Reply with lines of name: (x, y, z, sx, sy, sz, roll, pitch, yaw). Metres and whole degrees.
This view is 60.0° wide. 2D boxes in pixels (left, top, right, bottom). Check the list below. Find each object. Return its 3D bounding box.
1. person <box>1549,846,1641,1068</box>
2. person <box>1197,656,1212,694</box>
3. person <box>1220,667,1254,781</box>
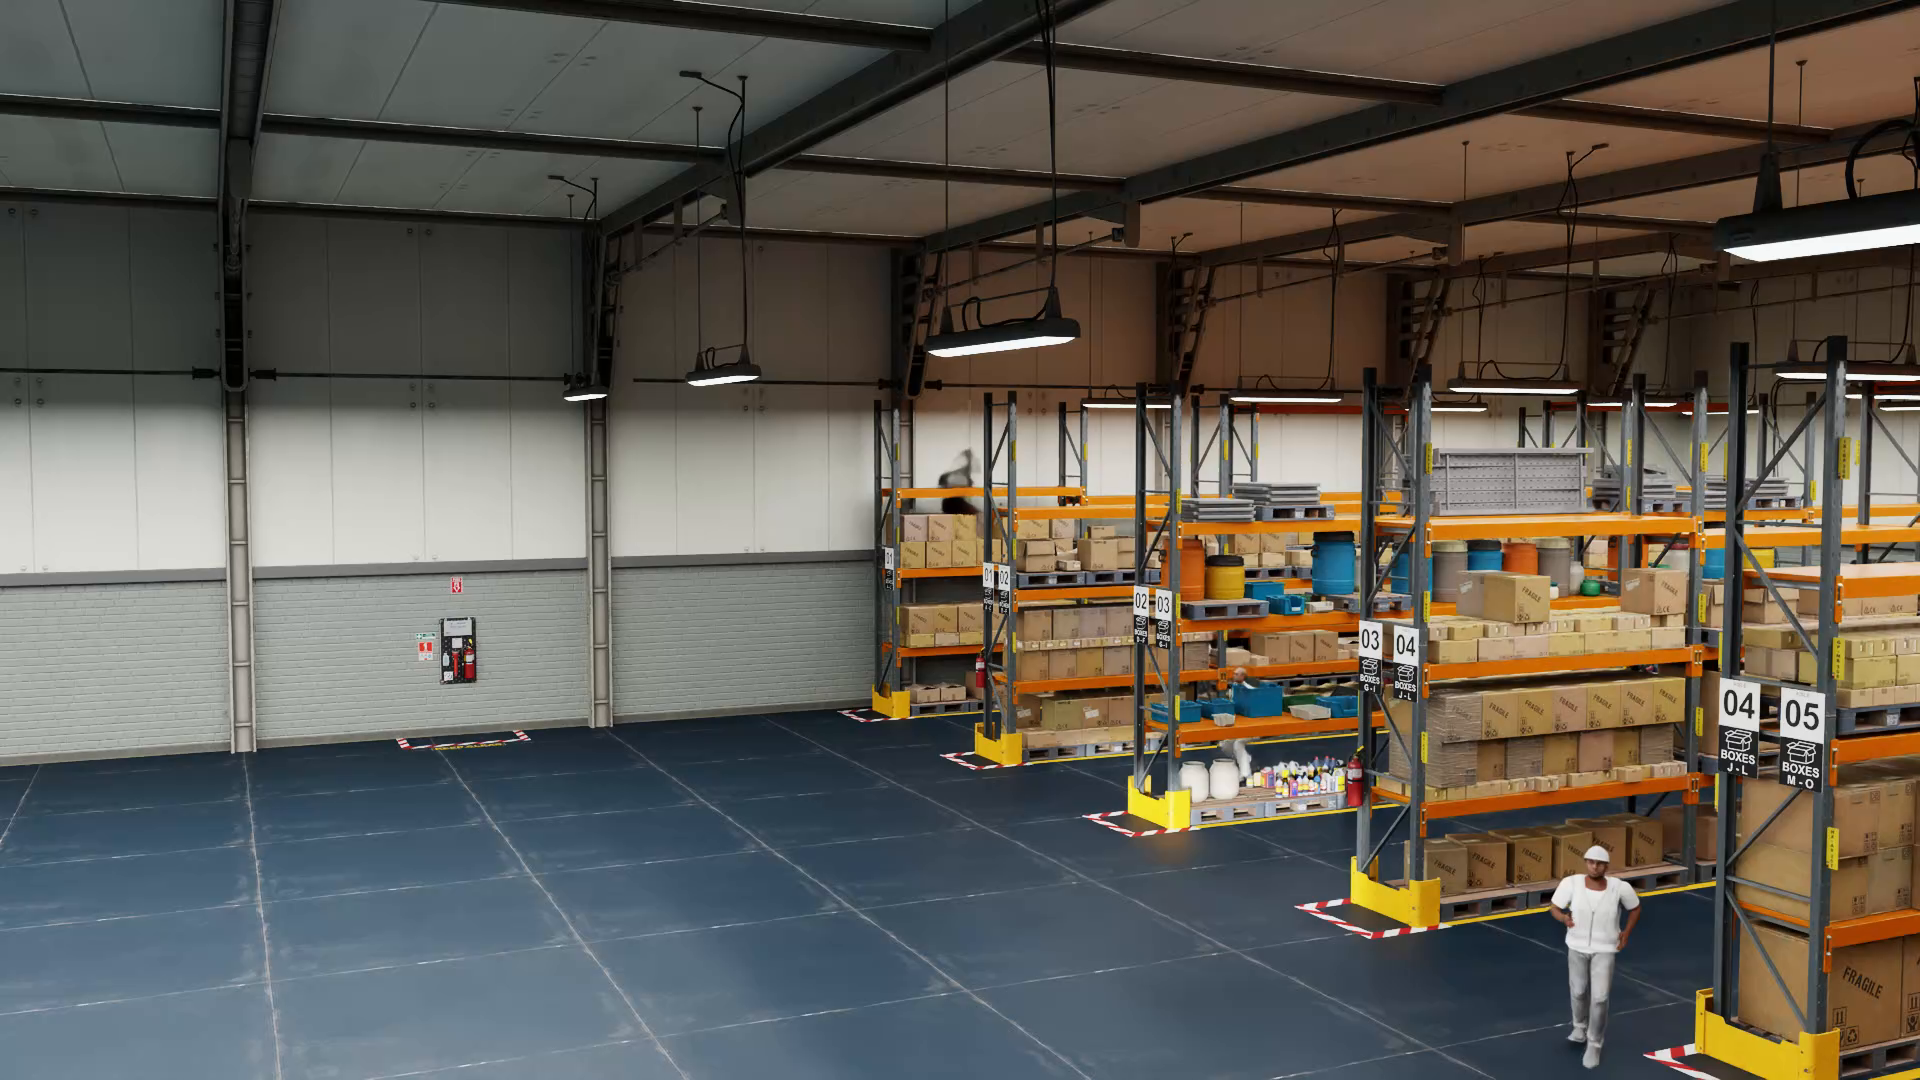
person: (5.317, 3.473, 13.995, 0.696, 1.832, 0.684, 2, 4, 31)
person: (4.525, 2.530, 30.900, 0.799, 1.753, 0.542, -1, 4, -22)
person: (4.259, 2.814, 25.411, 0.628, 1.746, 0.722, -2, 4, -29)
